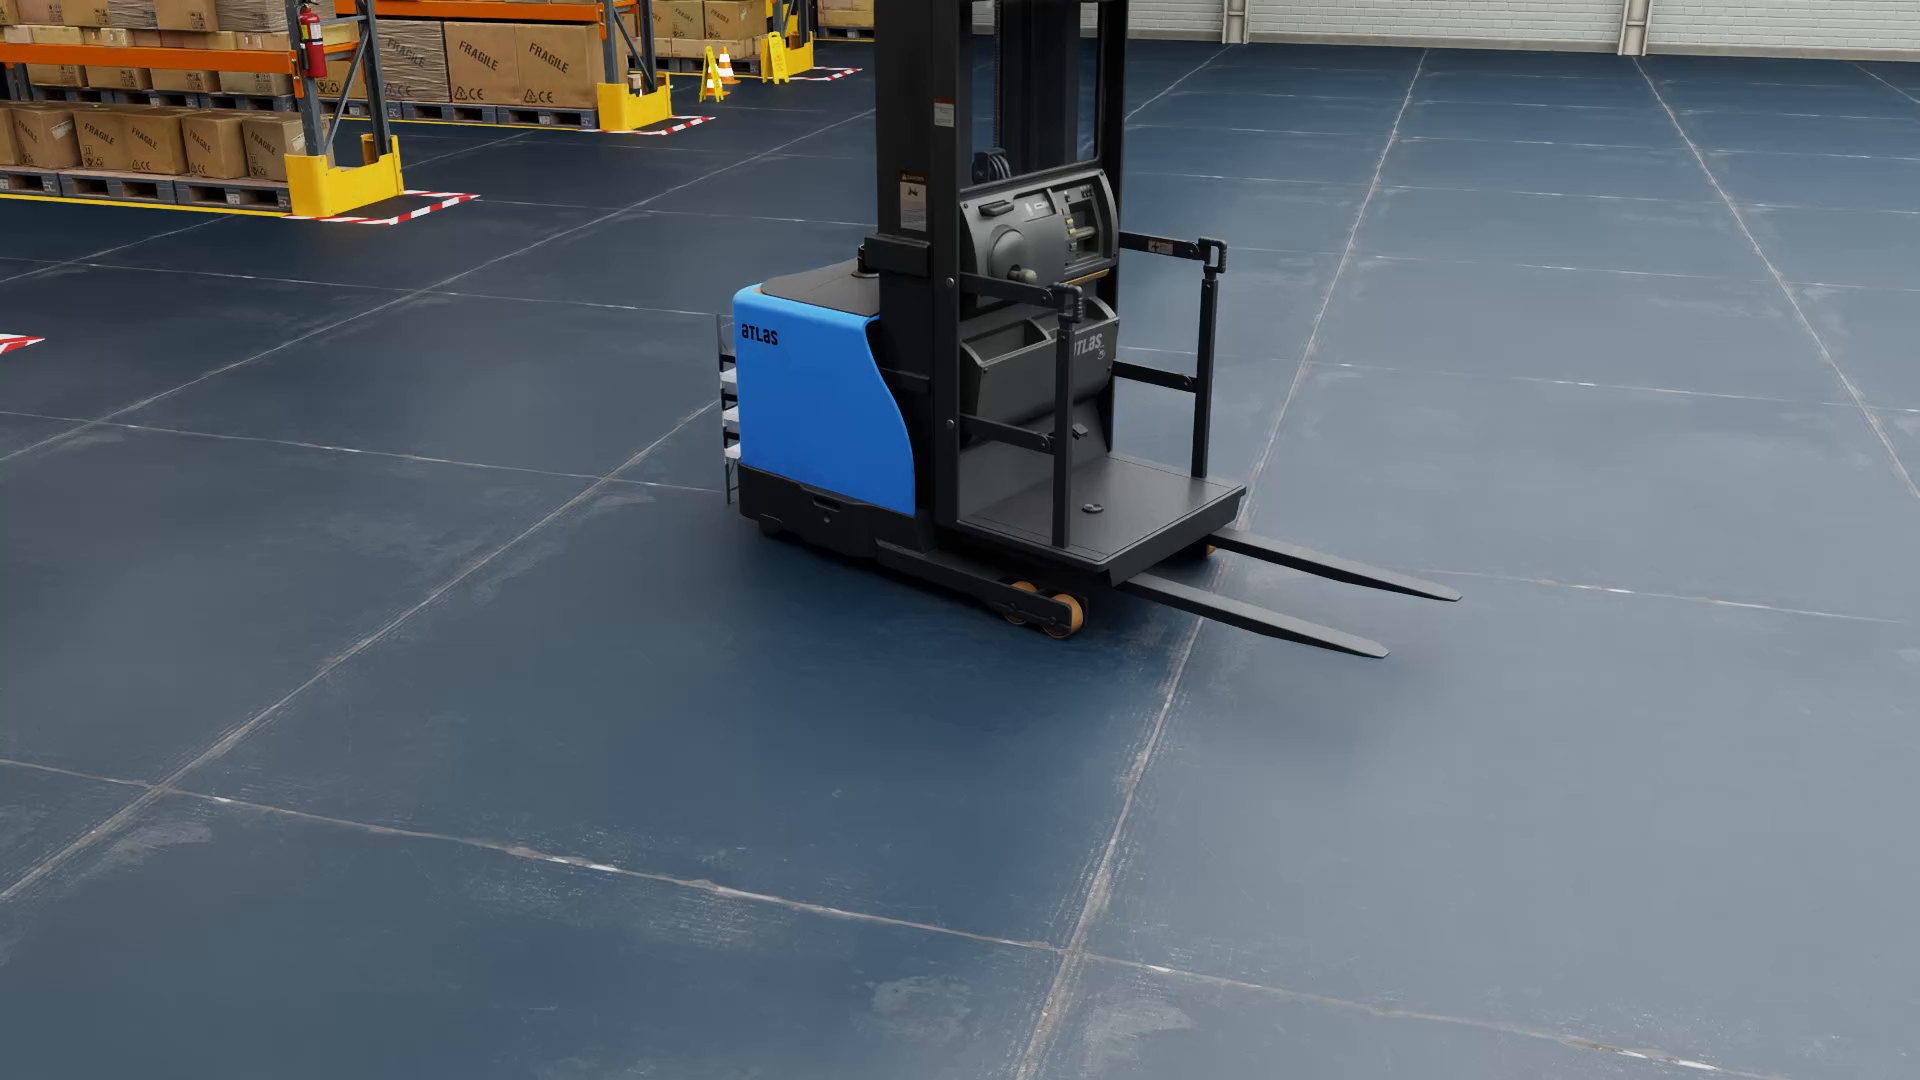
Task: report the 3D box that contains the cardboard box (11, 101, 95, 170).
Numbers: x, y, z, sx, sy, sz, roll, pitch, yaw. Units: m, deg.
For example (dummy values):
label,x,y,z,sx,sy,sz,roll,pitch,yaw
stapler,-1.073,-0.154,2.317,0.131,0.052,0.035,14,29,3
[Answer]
label,x,y,z,sx,sy,sz,roll,pitch,yaw
cardboard box,-8.090,-3.635,14.919,0.500,0.500,0.500,15,27,32

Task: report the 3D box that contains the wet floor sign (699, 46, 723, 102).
label,x,y,z,sx,sy,sz,roll,pitch,yaw
wet floor sign,-3.053,-5.695,20.303,0.232,0.644,0.267,3,22,6

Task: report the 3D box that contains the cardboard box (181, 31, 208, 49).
label,x,y,z,sx,sy,sz,roll,pitch,yaw
cardboard box,-6.243,-4.186,13.854,0.250,0.149,0.380,7,23,16

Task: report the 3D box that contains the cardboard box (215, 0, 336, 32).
label,x,y,z,sx,sy,sz,roll,pitch,yaw
cardboard box,-5.701,-4.531,13.840,0.500,0.500,0.875,7,23,16

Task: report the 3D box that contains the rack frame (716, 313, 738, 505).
label,x,y,z,sx,sy,sz,roll,pitch,yaw
rack frame,-1.010,-0.618,7.590,0.006,0.900,0.240,13,26,28

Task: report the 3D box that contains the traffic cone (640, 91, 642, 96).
label,x,y,z,sx,sy,sz,roll,pitch,yaw
traffic cone,-3.751,-5.468,19.992,0.334,0.463,0.336,7,23,16

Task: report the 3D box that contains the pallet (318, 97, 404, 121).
label,x,y,z,sx,sy,sz,roll,pitch,yaw
pallet,-6.777,-5.105,19.436,1.213,0.211,1.003,7,23,15

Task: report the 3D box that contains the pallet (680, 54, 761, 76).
label,x,y,z,sx,sy,sz,roll,pitch,yaw
pallet,-3.160,-6.698,23.320,1.213,0.211,1.003,7,23,16

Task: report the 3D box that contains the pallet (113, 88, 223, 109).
label,x,y,z,sx,sy,sz,roll,pitch,yaw
pallet,-9.414,-5.407,20.172,1.213,0.211,1.003,7,23,16

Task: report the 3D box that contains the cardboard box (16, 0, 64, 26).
label,x,y,z,sx,sy,sz,roll,pitch,yaw
cardboard box,-7.622,-4.742,14.353,0.500,0.500,0.875,7,23,16

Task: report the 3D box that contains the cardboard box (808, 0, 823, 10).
label,x,y,z,sx,sy,sz,roll,pitch,yaw
cardboard box,-2.423,-8.882,27.383,0.500,0.250,0.500,6,23,14

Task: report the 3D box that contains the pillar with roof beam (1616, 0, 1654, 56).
label,x,y,z,sx,sy,sz,roll,pitch,yaw
pillar with roof beam,8.949,-9.981,19.745,0.400,9.000,9.100,7,23,16

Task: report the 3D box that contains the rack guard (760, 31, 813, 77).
label,x,y,z,sx,sy,sz,roll,pitch,yaw
rack guard,-2.392,-6.729,23.017,0.348,0.500,1.175,7,23,16

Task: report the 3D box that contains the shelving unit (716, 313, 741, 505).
label,x,y,z,sx,sy,sz,roll,pitch,yaw
shelving unit,-0.922,-0.598,7.542,0.210,0.900,0.258,13,26,28

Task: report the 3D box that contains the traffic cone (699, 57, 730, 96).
label,x,y,z,sx,sy,sz,roll,pitch,yaw
traffic cone,-3.099,-5.842,20.902,0.334,0.463,0.336,7,23,16

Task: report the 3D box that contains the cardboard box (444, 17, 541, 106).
label,x,y,z,sx,sy,sz,roll,pitch,yaw
cardboard box,-5.164,-5.425,18.790,0.875,0.875,0.875,6,23,15

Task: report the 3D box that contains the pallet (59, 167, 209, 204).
label,x,y,z,sx,sy,sz,roll,pitch,yaw
pallet,-7.187,-3.231,14.870,1.213,0.211,1.003,7,23,16

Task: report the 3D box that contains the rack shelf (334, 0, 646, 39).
label,x,y,z,sx,sy,sz,roll,pitch,yaw
rack shelf,-5.567,-5.954,18.781,4.000,0.370,1.077,7,23,16

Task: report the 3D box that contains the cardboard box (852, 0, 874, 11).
label,x,y,z,sx,sy,sz,roll,pitch,yaw
cardboard box,-1.446,-8.775,27.120,0.500,0.250,0.500,6,23,15

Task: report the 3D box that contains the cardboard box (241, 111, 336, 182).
label,x,y,z,sx,sy,sz,roll,pitch,yaw
cardboard box,-5.775,-3.389,14.321,0.500,0.500,0.500,11,25,25

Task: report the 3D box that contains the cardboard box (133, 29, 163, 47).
label,x,y,z,sx,sy,sz,roll,pitch,yaw
cardboard box,-6.716,-4.248,14.005,0.250,0.149,0.380,7,23,16

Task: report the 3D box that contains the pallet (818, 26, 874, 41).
label,x,y,z,sx,sy,sz,roll,pitch,yaw
pallet,-1.633,-8.460,27.616,1.213,0.211,1.003,7,23,16

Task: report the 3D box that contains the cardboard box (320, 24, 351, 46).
label,x,y,z,sx,sy,sz,roll,pitch,yaw
cardboard box,-5.386,-4.279,14.079,0.250,0.149,0.380,7,23,16

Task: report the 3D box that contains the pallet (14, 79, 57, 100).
label,x,y,z,sx,sy,sz,roll,pitch,yaw
pallet,-12.059,-5.741,20.988,1.213,0.211,1.003,7,23,16

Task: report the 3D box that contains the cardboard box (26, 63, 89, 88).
label,x,y,z,sx,sy,sz,roll,pitch,yaw
cardboard box,-10.755,-5.999,20.353,0.750,0.750,1.050,6,23,15

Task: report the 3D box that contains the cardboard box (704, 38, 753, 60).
label,x,y,z,sx,sy,sz,roll,pitch,yaw
cardboard box,-3.194,-6.793,22.948,0.500,0.250,0.500,6,23,15

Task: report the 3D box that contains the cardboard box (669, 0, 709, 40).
label,x,y,z,sx,sy,sz,roll,pitch,yaw
cardboard box,-3.662,-7.196,22.941,0.500,0.500,0.500,7,23,17

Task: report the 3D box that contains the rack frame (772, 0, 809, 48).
label,x,y,z,sx,sy,sz,roll,pitch,yaw
rack frame,-2.319,-7.877,22.522,0.127,3.000,1.000,7,23,16

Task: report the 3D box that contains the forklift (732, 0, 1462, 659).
label,x,y,z,sx,sy,sz,roll,pitch,yaw
forklift,0.484,-1.207,6.351,3.031,2.935,1.130,17,28,36

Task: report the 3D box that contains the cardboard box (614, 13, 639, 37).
label,x,y,z,sx,sy,sz,roll,pitch,yaw
cardboard box,-4.650,-7.310,23.221,0.500,0.500,0.500,8,24,18

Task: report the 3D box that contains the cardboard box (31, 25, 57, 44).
label,x,y,z,sx,sy,sz,roll,pitch,yaw
cardboard box,-7.689,-4.338,14.225,0.250,0.149,0.380,7,23,16

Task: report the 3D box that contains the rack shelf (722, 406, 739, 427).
label,x,y,z,sx,sy,sz,roll,pitch,yaw
rack shelf,-0.922,-0.567,7.555,0.200,0.077,0.258,13,26,28

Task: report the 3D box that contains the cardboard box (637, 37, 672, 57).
label,x,y,z,sx,sy,sz,roll,pitch,yaw
cardboard box,-4.167,-6.906,23.222,0.500,0.250,0.500,6,23,14

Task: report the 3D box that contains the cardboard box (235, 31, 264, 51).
label,x,y,z,sx,sy,sz,roll,pitch,yaw
cardboard box,-5.754,-4.145,13.752,0.250,0.149,0.380,7,23,16

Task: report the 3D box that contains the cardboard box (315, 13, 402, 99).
label,x,y,z,sx,sy,sz,roll,pitch,yaw
cardboard box,-6.900,-5.623,19.273,0.875,0.875,0.875,7,23,16

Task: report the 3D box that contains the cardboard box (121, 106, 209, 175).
label,x,y,z,sx,sy,sz,roll,pitch,yaw
cardboard box,-6.951,-3.518,14.634,0.500,0.500,0.500,9,24,20

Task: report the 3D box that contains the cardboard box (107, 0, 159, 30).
label,x,y,z,sx,sy,sz,roll,pitch,yaw
cardboard box,-6.680,-4.613,14.039,0.500,0.500,0.875,7,23,16

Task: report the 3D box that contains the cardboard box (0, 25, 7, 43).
label,x,y,z,sx,sy,sz,roll,pitch,yaw
cardboard box,-8.168,-4.393,14.358,0.250,0.149,0.380,7,23,16

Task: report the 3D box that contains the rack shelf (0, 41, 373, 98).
label,x,y,z,sx,sy,sz,roll,pitch,yaw
rack shelf,-7.097,-4.163,14.415,4.000,0.370,1.077,7,23,16

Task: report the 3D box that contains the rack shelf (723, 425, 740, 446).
label,x,y,z,sx,sy,sz,roll,pitch,yaw
rack shelf,-0.922,-0.484,7.589,0.200,0.077,0.258,13,26,28

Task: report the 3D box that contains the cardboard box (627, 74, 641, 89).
label,x,y,z,sx,sy,sz,roll,pitch,yaw
cardboard box,-4.157,-5.968,21.624,0.380,0.149,0.250,-20,29,-39

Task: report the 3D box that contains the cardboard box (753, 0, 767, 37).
label,x,y,z,sx,sy,sz,roll,pitch,yaw
cardboard box,-3.035,-7.338,23.288,0.500,0.500,0.500,6,23,14

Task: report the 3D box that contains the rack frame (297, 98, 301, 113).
label,x,y,z,sx,sy,sz,roll,pitch,yaw
rack frame,-7.482,-6.506,19.179,0.127,3.000,1.000,7,23,16

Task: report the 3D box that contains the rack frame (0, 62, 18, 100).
label,x,y,z,sx,sy,sz,roll,pitch,yaw
rack frame,-9.012,-4.715,14.813,0.127,3.000,1.000,7,23,16

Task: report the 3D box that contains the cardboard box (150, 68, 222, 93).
label,x,y,z,sx,sy,sz,roll,pitch,yaw
cardboard box,-9.025,-5.802,19.874,0.750,0.750,1.050,7,23,15

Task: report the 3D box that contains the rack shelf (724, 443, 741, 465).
label,x,y,z,sx,sy,sz,roll,pitch,yaw
rack shelf,-0.922,-0.401,7.623,0.200,0.077,0.258,13,26,28

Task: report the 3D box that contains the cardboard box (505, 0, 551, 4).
label,x,y,z,sx,sy,sz,roll,pitch,yaw
cardboard box,-4.554,-6.214,18.269,0.550,0.550,0.875,7,23,16

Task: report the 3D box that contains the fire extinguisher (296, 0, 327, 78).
label,x,y,z,sx,sy,sz,roll,pitch,yaw
fire extinguisher,-5.206,-4.061,13.320,0.183,0.674,0.296,7,23,16

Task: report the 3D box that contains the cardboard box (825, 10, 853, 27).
label,x,y,z,sx,sy,sz,roll,pitch,yaw
cardboard box,-1.904,-8.598,27.349,0.500,0.250,0.500,7,23,15

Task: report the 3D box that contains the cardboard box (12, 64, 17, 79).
label,x,y,z,sx,sy,sz,roll,pitch,yaw
cardboard box,-12.017,-5.960,20.587,0.500,0.500,0.500,6,23,15

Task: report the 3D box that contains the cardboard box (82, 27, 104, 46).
label,x,y,z,sx,sy,sz,roll,pitch,yaw
cardboard box,-7.200,-4.296,14.121,0.250,0.149,0.380,7,23,16

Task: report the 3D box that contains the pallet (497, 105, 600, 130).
label,x,y,z,sx,sy,sz,roll,pitch,yaw
pallet,-4.441,-4.837,18.784,1.213,0.211,1.003,7,23,15
